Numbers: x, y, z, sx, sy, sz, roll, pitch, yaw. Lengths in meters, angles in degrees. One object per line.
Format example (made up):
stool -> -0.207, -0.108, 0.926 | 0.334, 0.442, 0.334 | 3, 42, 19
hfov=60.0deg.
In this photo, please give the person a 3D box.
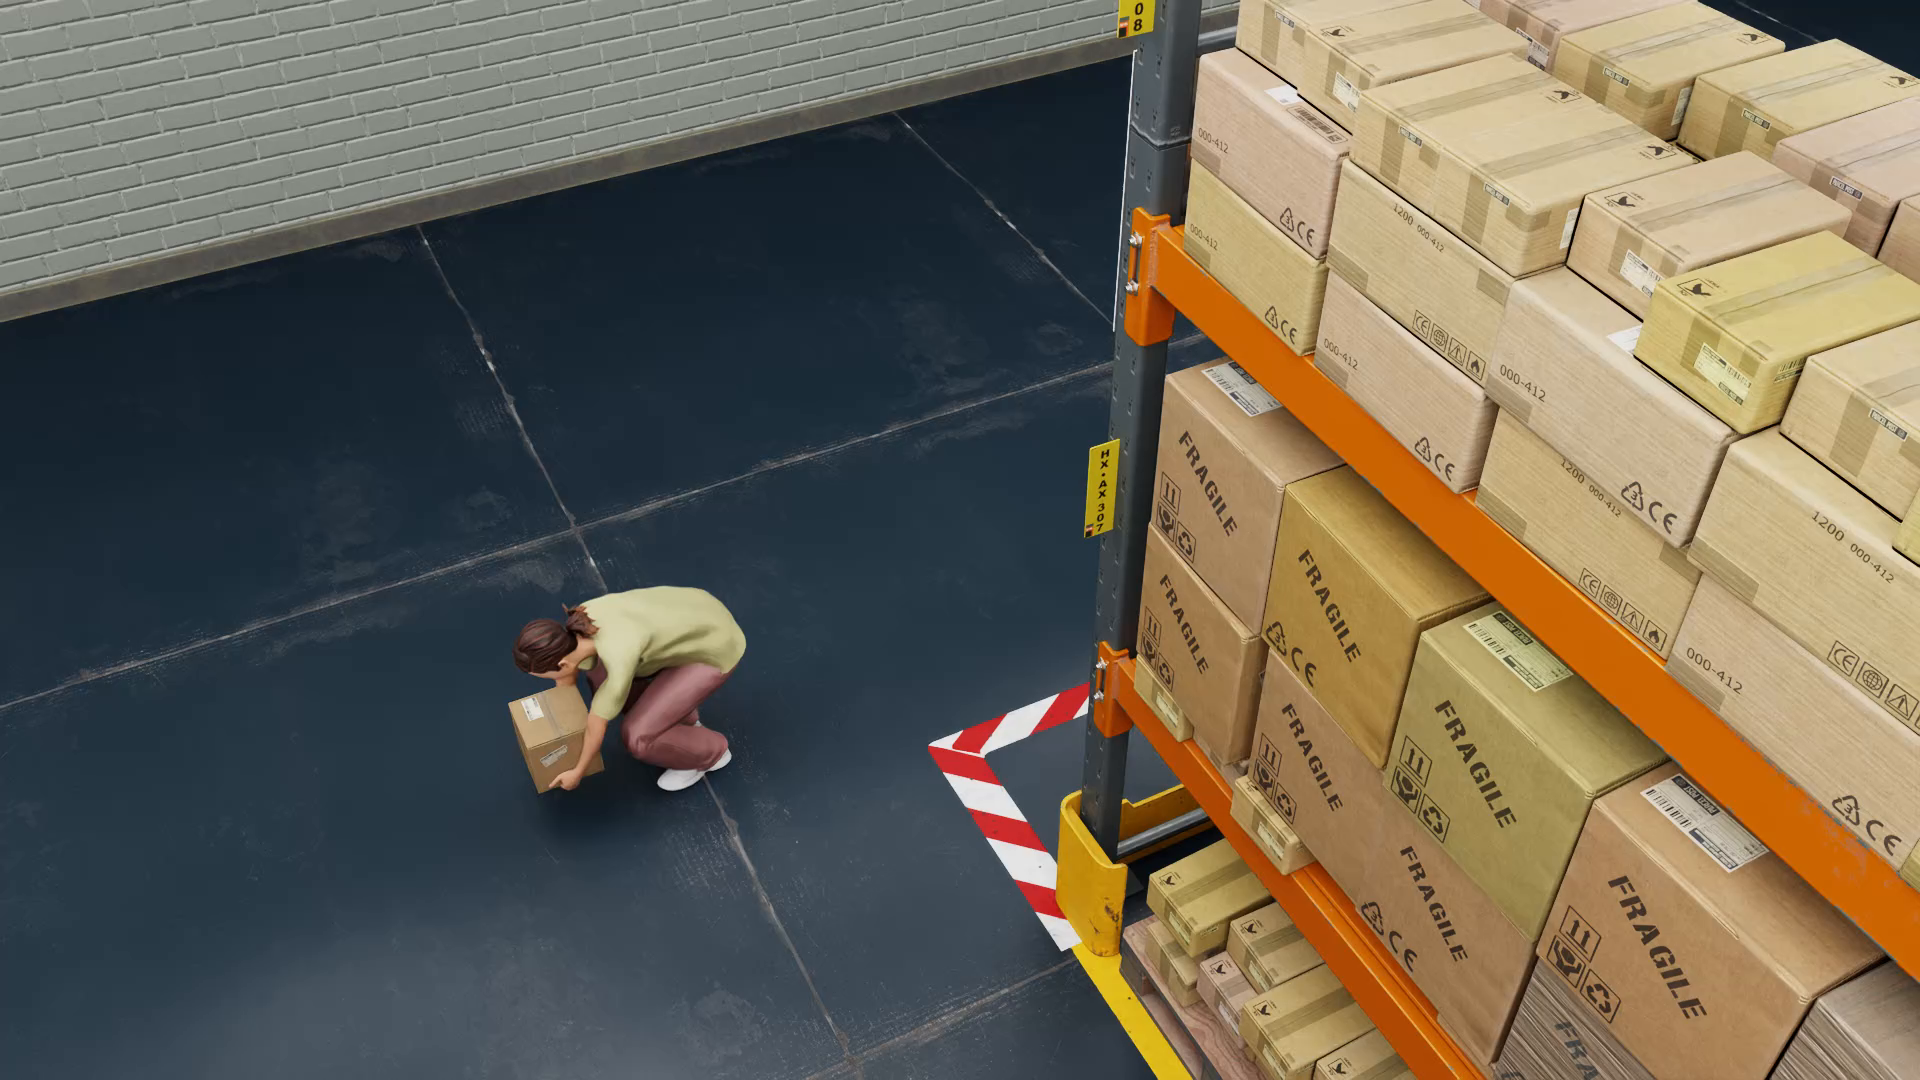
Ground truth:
person -> -1.190, 0.530, 6.130 | 0.830, 0.924, 0.456 | -20, 45, -21
